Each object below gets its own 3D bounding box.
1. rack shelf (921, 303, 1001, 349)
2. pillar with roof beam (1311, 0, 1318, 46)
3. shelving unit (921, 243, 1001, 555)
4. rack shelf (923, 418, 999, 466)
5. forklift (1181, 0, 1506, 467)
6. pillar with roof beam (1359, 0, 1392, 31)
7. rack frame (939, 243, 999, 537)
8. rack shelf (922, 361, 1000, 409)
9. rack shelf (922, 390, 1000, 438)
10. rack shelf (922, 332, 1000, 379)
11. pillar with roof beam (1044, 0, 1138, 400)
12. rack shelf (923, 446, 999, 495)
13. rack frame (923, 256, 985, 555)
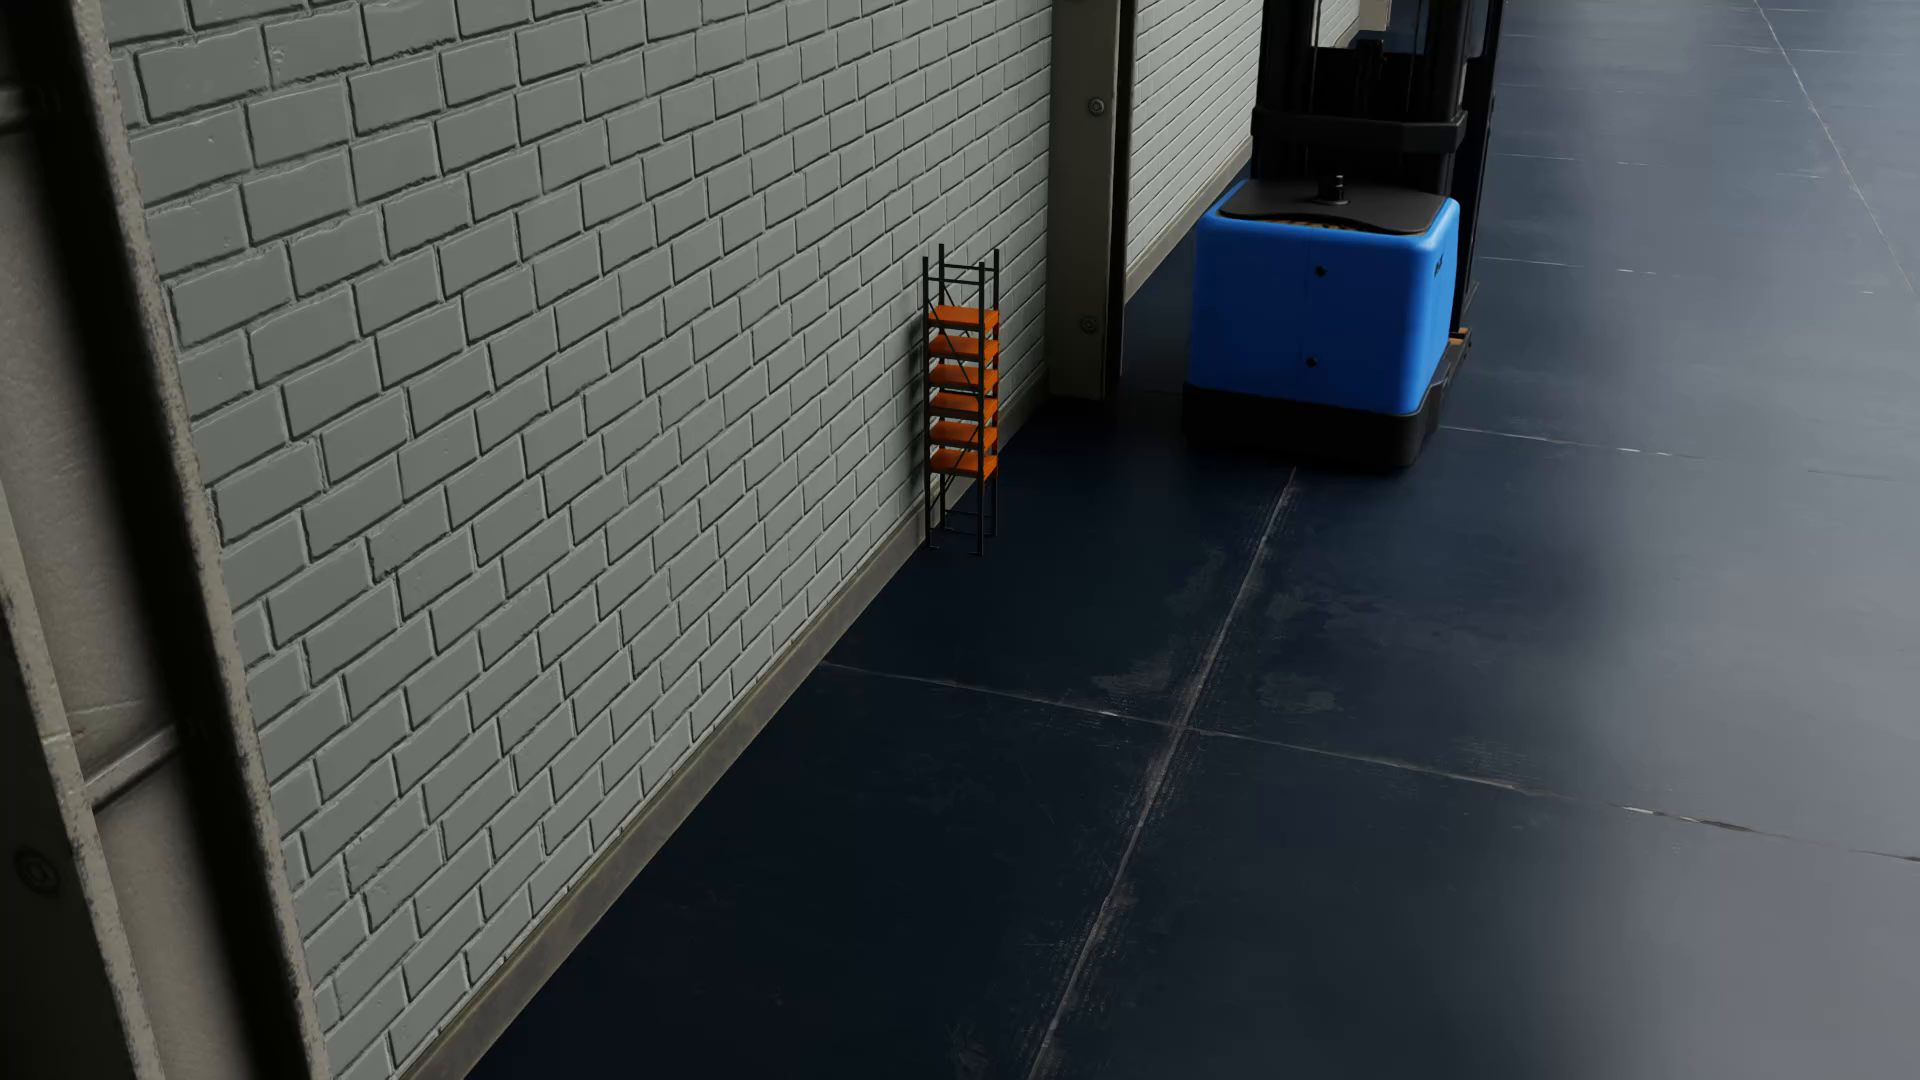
[{"bbox_3d":[0.005,-0.818,6.338,0.258,0.103,0.180,8,27,16],"label":"rack shelf"},{"bbox_3d":[6.673,-6.680,10.221,9.100,9.000,0.400,9,27,17],"label":"pillar with roof beam"},{"bbox_3d":[0.005,-0.534,6.475,0.258,1.200,0.189,8,27,16],"label":"shelving unit"},{"bbox_3d":[0.005,-0.386,6.547,0.258,0.103,0.180,8,27,16],"label":"rack shelf"},{"bbox_3d":[2.045,-2.255,8.043,1.130,2.935,3.031,10,28,20],"label":"forklift"},{"bbox_3d":[8.669,-9.146,15.314,9.100,9.000,0.400,9,27,17],"label":"pillar with roof beam"},{"bbox_3d":[0.033,-0.571,6.553,0.240,1.200,0.006,8,27,16],"label":"rack frame"},{"bbox_3d":[0.005,-0.602,6.442,0.258,0.103,0.180,8,27,16],"label":"rack shelf"},{"bbox_3d":[0.005,-0.494,6.495,0.258,0.103,0.180,8,27,16],"label":"rack shelf"},{"bbox_3d":[0.005,-0.710,6.390,0.258,0.103,0.180,8,27,16],"label":"rack shelf"},{"bbox_3d":[4.676,-4.215,5.129,9.100,9.000,0.400,9,27,17],"label":"pillar with roof beam"},{"bbox_3d":[0.005,-0.278,6.599,0.258,0.103,0.180,8,27,16],"label":"rack shelf"},{"bbox_3d":[-0.024,-0.496,6.397,0.240,1.200,0.006,8,27,16],"label":"rack frame"}]
